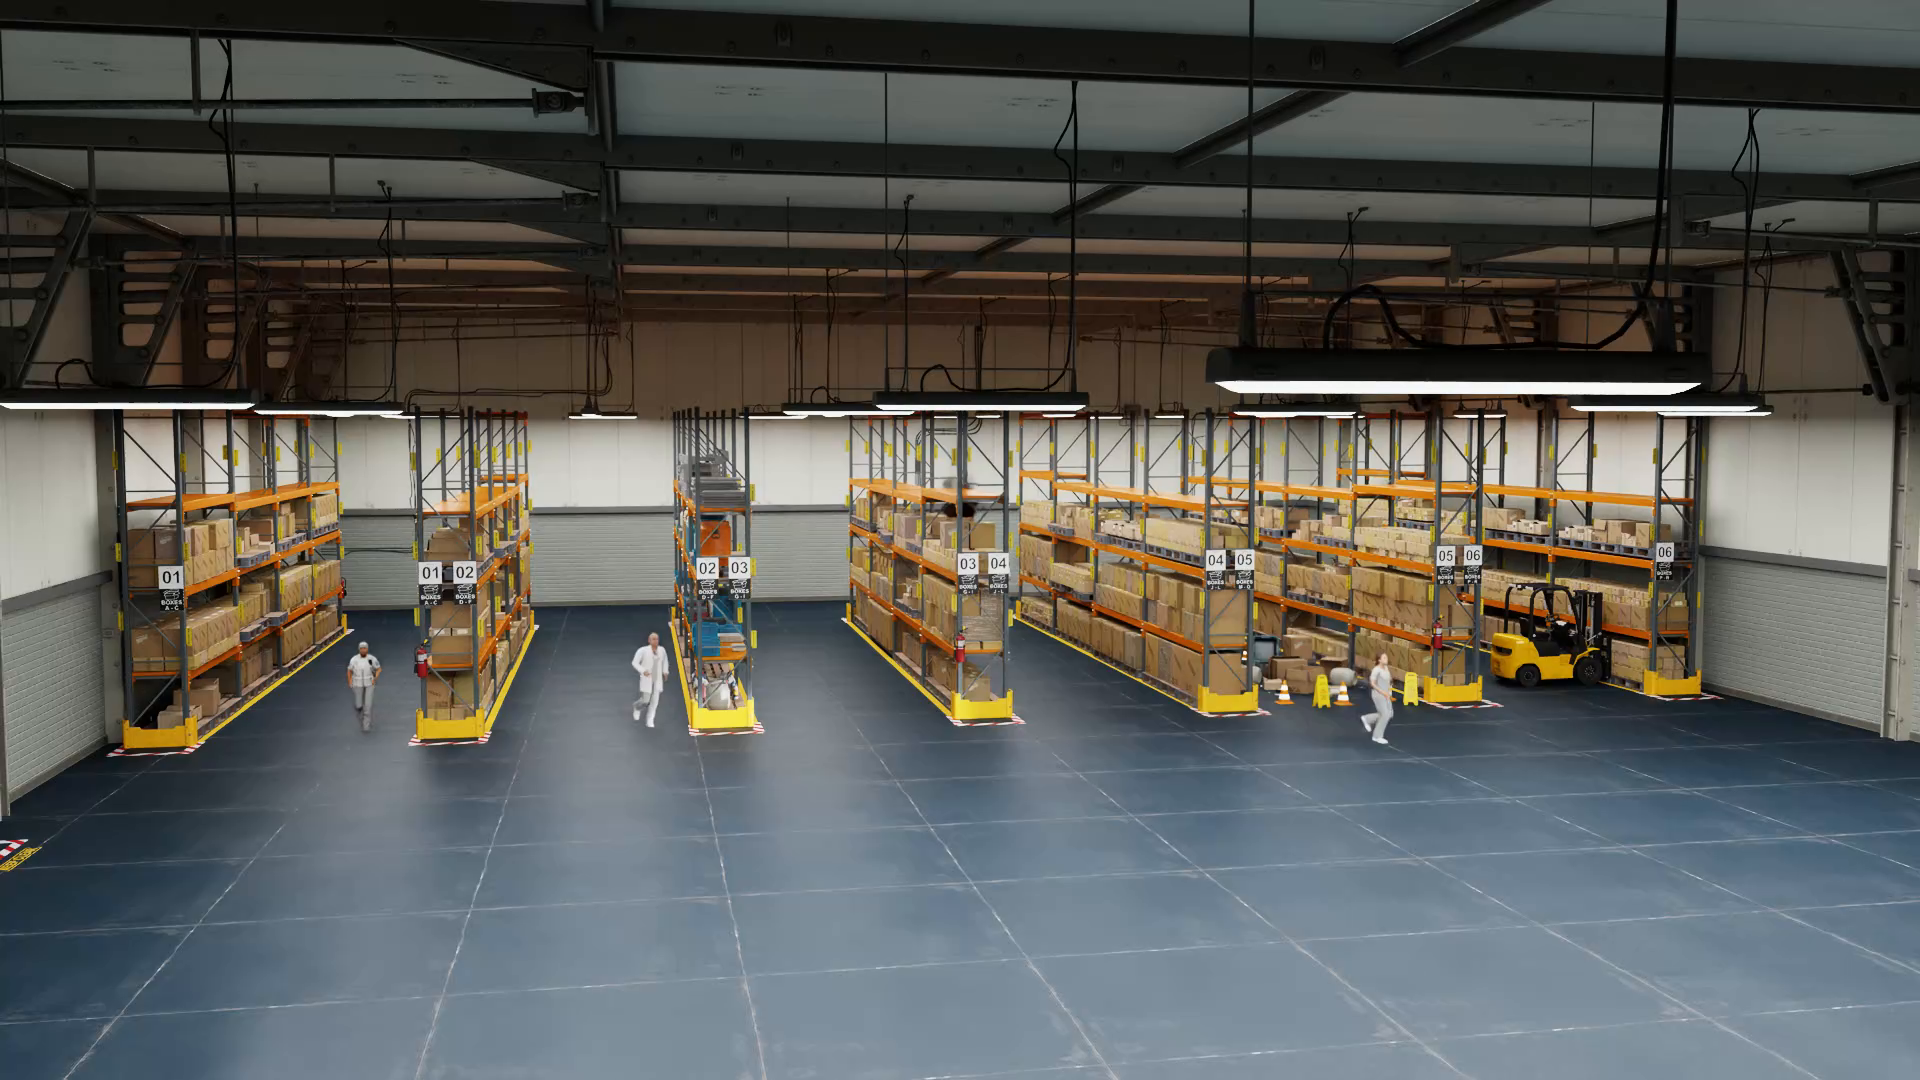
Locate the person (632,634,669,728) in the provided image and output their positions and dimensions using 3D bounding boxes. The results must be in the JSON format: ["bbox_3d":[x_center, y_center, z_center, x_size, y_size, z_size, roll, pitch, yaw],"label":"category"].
[{"bbox_3d":[-5.817,2.623,31.344,0.753,1.734,0.808,-3,5,-35],"label":"person"}]

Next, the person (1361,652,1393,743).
[{"bbox_3d":[7.480,2.800,29.764,0.636,1.642,0.581,4,6,43],"label":"person"}]

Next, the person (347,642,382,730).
[{"bbox_3d":[-11.125,2.714,31.069,0.613,1.629,0.586,-1,4,-16],"label":"person"}]

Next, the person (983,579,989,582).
[{"bbox_3d":[0.772,1.601,46.796,0.541,1.634,0.729,-1,4,-9],"label":"person"}]
